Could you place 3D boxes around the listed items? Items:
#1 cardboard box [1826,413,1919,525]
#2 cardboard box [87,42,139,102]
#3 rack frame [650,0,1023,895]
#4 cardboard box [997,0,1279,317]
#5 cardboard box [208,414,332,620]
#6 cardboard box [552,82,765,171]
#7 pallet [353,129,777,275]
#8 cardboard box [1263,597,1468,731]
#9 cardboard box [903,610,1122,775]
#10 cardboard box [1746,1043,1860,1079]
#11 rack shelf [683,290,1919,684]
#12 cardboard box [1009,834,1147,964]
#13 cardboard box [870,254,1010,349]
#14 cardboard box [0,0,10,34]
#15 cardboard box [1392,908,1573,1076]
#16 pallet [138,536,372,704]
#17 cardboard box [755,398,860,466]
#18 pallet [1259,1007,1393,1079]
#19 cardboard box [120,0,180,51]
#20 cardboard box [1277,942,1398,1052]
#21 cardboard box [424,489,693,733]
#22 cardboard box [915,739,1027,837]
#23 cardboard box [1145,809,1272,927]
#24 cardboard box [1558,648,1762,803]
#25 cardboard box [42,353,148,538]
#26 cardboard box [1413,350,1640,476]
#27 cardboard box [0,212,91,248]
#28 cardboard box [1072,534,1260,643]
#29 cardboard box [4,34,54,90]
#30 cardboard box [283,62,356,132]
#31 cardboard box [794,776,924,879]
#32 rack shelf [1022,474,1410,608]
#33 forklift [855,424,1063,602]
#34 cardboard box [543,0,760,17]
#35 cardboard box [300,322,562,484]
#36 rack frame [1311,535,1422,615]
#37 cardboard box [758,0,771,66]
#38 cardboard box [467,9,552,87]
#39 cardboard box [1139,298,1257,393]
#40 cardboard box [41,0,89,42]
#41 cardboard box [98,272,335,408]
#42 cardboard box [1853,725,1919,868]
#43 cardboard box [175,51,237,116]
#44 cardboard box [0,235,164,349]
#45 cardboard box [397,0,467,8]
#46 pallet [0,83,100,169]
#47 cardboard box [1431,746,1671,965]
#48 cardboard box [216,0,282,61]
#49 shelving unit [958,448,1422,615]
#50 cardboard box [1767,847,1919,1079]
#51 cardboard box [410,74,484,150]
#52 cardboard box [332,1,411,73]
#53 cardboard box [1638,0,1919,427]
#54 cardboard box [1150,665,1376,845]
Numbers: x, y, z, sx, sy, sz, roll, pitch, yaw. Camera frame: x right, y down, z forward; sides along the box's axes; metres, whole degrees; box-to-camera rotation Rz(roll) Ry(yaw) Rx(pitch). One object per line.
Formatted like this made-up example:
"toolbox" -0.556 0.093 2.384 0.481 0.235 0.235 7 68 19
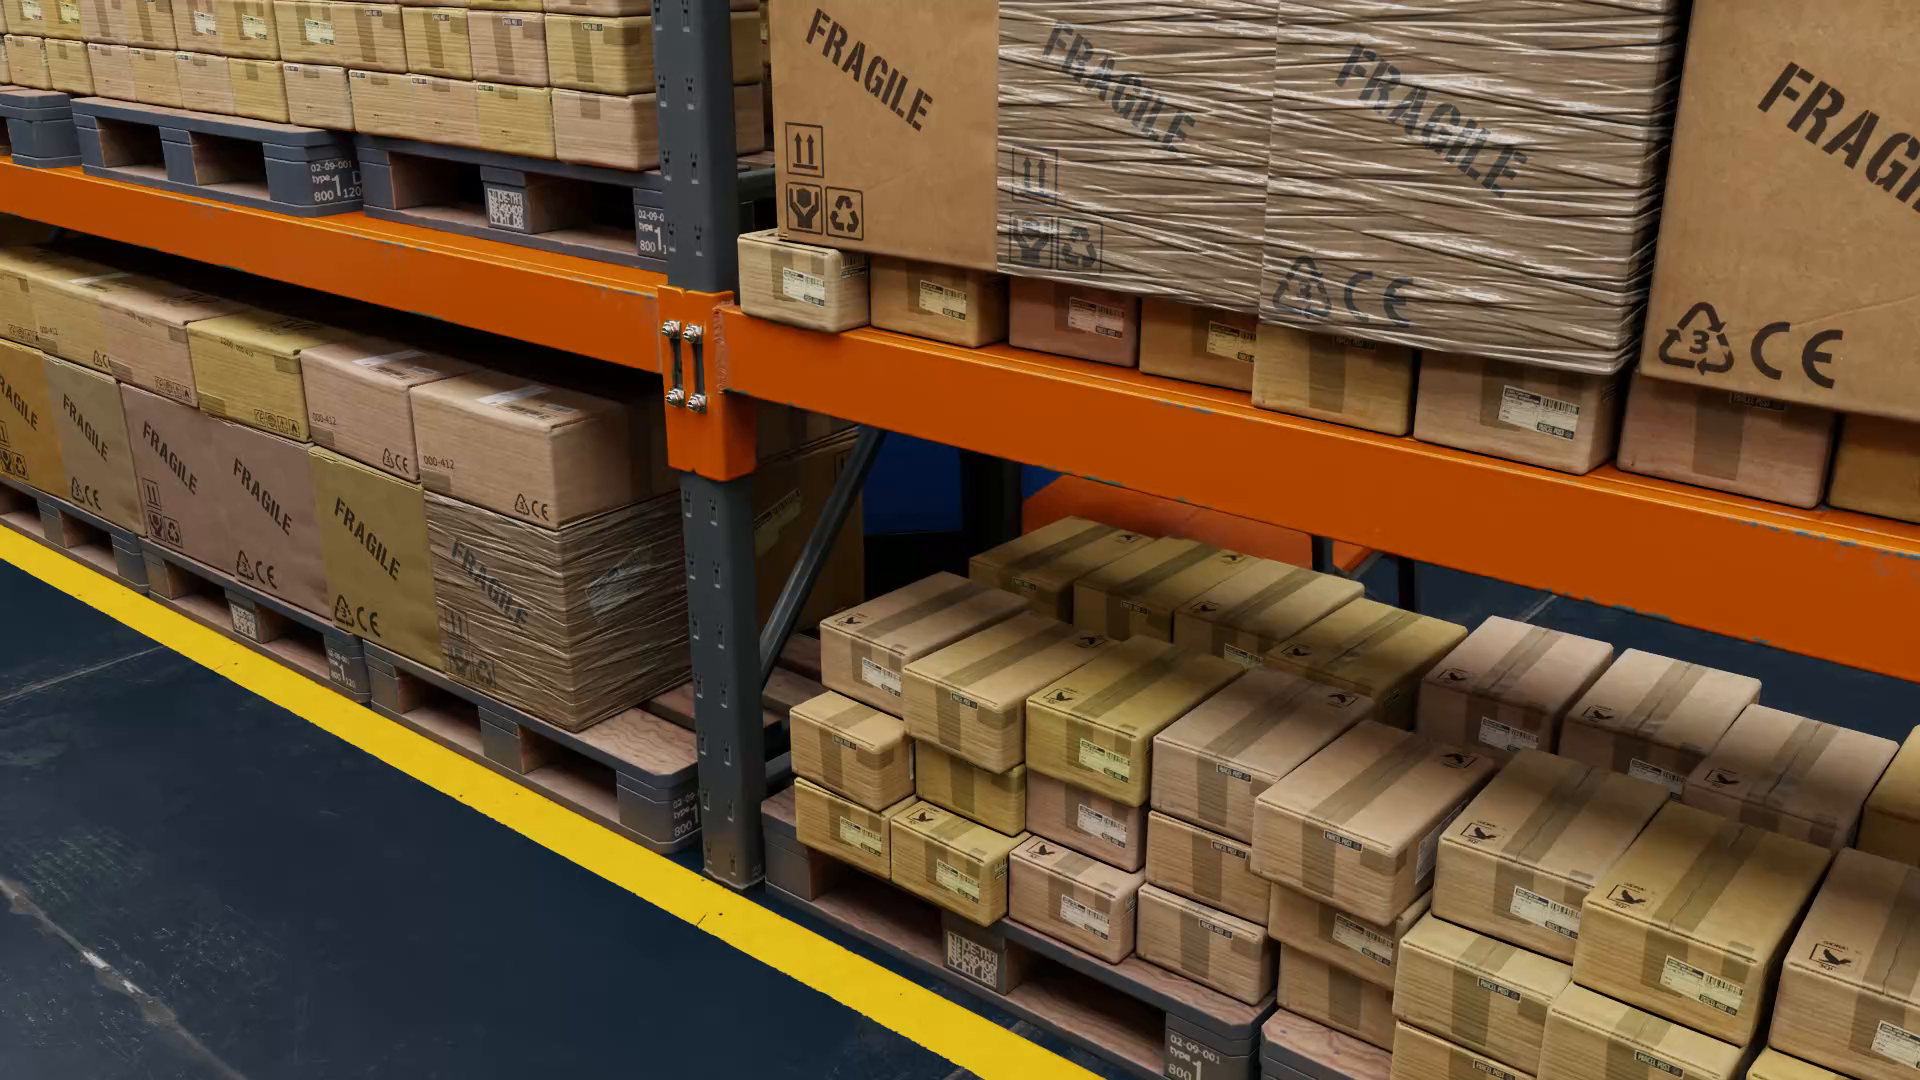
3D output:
"cardboard box" 1.304 -0.133 2.125 0.250 0.149 0.380 17 26 37
"cardboard box" -2.251 -1.359 4.781 0.250 0.149 0.380 17 27 38
"rack frame" -0.206 -0.781 3.488 0.127 3.000 1.000 16 26 36
"cardboard box" 0.407 -0.679 2.654 0.500 0.500 0.500 16 26 36
"cardboard box" -1.730 -0.134 4.720 0.500 0.500 0.500 15 26 35
"cardboard box" -0.638 -0.894 3.549 0.250 0.149 0.380 15 26 35
"pallet" -0.706 -0.901 4.079 1.213 0.211 1.003 16 26 36
"cardboard box" 0.807 0.265 3.315 0.250 0.149 0.380 17 27 38
"cardboard box" 0.106 0.289 3.252 0.250 0.149 0.380 18 27 39
"cardboard box" 1.304 0.780 2.371 0.250 0.149 0.380 18 27 39
"rack shelf" 1.344 0.002 2.432 4.000 0.370 1.077 16 26 36
"cardboard box" 0.305 0.626 3.202 0.250 0.149 0.380 16 26 36
"cardboard box" 0.054 -0.473 3.028 0.250 0.149 0.380 17 27 38
"cardboard box" -2.846 -1.669 5.182 0.250 0.149 0.380 18 27 39
"cardboard box" 0.898 0.665 2.678 0.250 0.149 0.380 16 26 36
"pallet" -1.759 0.078 5.161 1.213 0.211 1.003 16 26 36
"cardboard box" -0.611 -0.396 4.351 0.500 0.250 0.500 15 25 34
"pallet" 1.286 0.936 2.887 1.213 0.211 1.003 16 26 36
"cardboard box" -2.058 -1.442 4.580 0.250 0.149 0.380 16 26 36
"cardboard box" 0.764 0.720 2.954 0.250 0.149 0.380 15 25 34
"cardboard box" -0.938 0.096 4.110 0.500 0.500 0.500 15 26 35
"cardboard box" 0.126 0.418 3.333 0.250 0.149 0.380 16 26 37
"cardboard box" 0.545 0.523 3.053 0.250 0.149 0.380 15 25 34
"cardboard box" 1.291 0.357 3.072 0.250 0.149 0.380 15 25 34
"cardboard box" -2.526 -0.361 5.323 0.500 0.500 0.500 16 26 37
"cardboard box" 0.858 -0.230 2.383 0.250 0.149 0.380 17 27 39
"cardboard box" -3.719 -0.978 6.603 0.750 0.750 1.050 16 26 36
"cardboard box" 0.458 0.133 3.668 0.250 0.149 0.380 16 26 37
"cardboard box" -2.668 -1.477 5.095 0.250 0.149 0.380 18 27 39
"cardboard box" -1.445 -1.125 4.161 0.250 0.149 0.380 15 25 34
"cardboard box" -0.127 0.526 3.468 0.250 0.149 0.380 15 25 34
"rack shelf" 0.601 0.055 4.337 1.000 0.278 0.538 13 33 37
"forklift" -0.171 -1.641 5.865 1.130 2.935 3.031 -4 21 -10
"cardboard box" -0.640 -1.174 3.449 0.250 0.149 0.380 18 27 39
"cardboard box" -1.332 -0.374 4.294 0.500 0.250 0.500 18 27 39
"rack frame" 0.962 -0.076 3.923 0.032 1.125 0.500 13 33 37
"cardboard box" -0.422 -1.270 4.124 0.250 0.149 0.380 15 26 35
"cardboard box" -0.844 -1.092 3.653 0.250 0.149 0.380 16 26 37
"cardboard box" 0.501 -0.366 2.744 0.250 0.149 0.380 15 25 34
"cardboard box" -2.441 -1.554 4.877 0.250 0.149 0.380 16 26 37
"cardboard box" -2.155 -0.604 4.903 0.500 0.250 0.500 16 26 37
"cardboard box" 1.670 0.473 2.766 0.250 0.149 0.380 17 26 37
"cardboard box" -1.856 -1.244 4.476 0.250 0.149 0.380 15 25 35
"cardboard box" -2.923 -0.831 5.506 0.500 0.250 0.500 15 25 34
"cardboard box" -1.048 -1.292 3.762 0.250 0.149 0.380 15 25 35
"pallet" -2.685 -1.454 5.544 1.003 0.211 1.213 16 26 36
"cardboard box" 0.959 0.502 2.689 0.250 0.149 0.380 15 25 34
"cardboard box" -1.662 -1.327 4.275 0.250 0.149 0.380 16 26 37
"shelving unit" 0.568 -0.164 4.232 1.048 1.125 0.538 13 33 37
"cardboard box" 1.346 0.618 2.380 0.250 0.149 0.380 15 25 35
"cardboard box" -1.032 -1.008 3.852 0.250 0.149 0.380 16 26 36
"cardboard box" -1.249 -1.208 3.960 0.250 0.149 0.380 15 25 35
"cardboard box" 1.208 -0.445 2.034 0.500 0.500 0.500 18 27 39
"cardboard box" 0.550 0.384 3.000 0.250 0.149 0.380 15 25 35
